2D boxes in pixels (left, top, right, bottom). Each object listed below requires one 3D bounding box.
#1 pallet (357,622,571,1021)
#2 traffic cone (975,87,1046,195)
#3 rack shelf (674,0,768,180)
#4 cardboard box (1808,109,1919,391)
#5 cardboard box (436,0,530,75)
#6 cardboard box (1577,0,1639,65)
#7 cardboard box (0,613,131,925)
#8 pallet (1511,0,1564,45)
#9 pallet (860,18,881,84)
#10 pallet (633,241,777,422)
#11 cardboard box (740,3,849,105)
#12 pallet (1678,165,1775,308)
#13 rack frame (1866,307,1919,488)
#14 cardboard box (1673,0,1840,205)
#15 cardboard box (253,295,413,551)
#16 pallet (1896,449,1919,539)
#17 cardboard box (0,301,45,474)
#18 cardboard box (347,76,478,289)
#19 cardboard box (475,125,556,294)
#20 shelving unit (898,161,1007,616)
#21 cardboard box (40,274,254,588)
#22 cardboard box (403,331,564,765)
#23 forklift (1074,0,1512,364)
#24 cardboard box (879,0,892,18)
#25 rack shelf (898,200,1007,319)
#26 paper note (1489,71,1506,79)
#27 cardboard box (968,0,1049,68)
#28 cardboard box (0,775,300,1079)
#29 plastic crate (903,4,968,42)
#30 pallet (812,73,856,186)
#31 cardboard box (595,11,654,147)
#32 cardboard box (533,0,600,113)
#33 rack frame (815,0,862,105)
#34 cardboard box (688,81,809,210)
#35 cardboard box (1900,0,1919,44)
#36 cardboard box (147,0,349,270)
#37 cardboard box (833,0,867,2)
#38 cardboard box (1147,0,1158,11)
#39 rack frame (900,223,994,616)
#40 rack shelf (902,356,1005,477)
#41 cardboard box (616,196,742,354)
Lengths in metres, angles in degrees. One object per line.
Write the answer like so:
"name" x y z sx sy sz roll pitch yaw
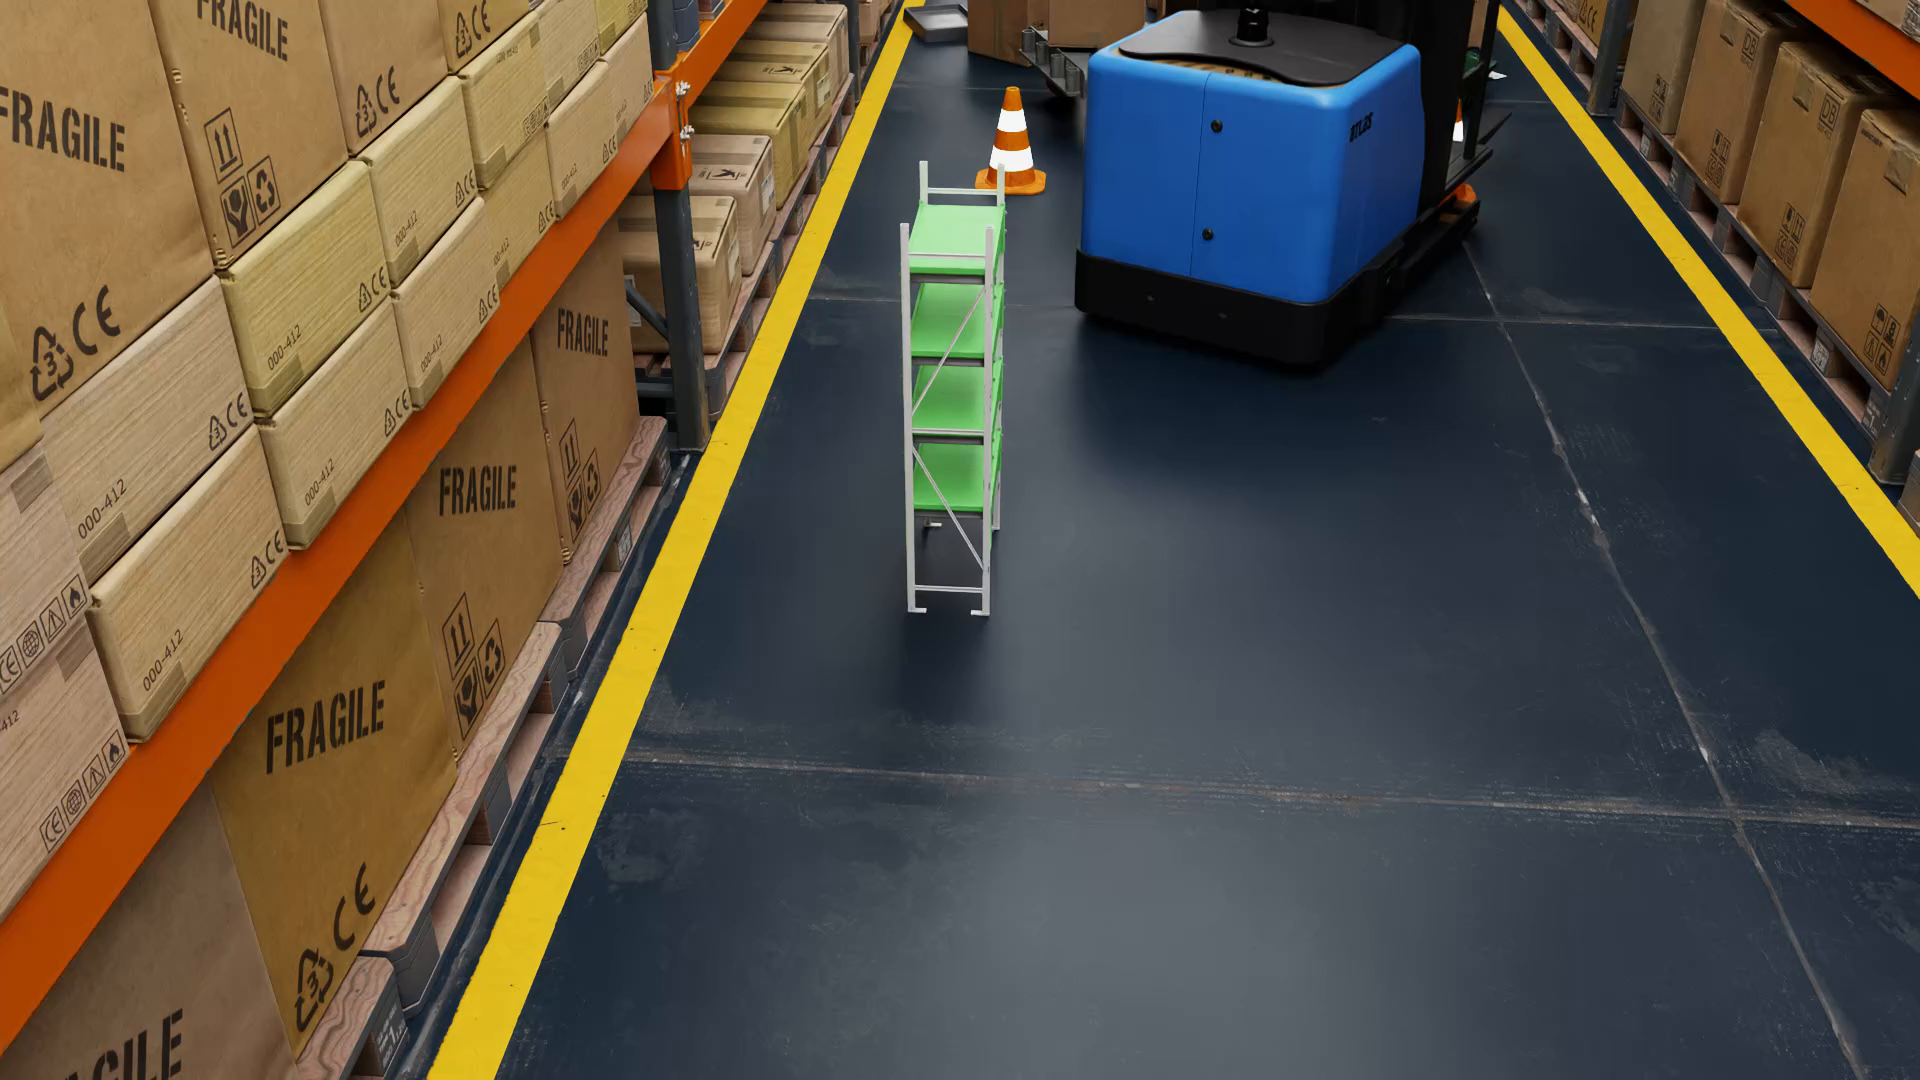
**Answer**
"pallet" -1.616 0.608 4.061 1.003 0.211 1.213 2 32 4
"traffic cone" 0.245 -1.927 7.936 0.336 0.463 0.334 2 32 4
"rack shelf" -1.212 -2.363 6.912 1.077 0.370 4.000 2 32 4
"cardboard box" 3.706 -1.001 5.759 1.050 0.750 0.750 2 32 3
"cardboard box" -1.237 -1.283 3.424 0.500 0.500 0.500 2 32 4
"cardboard box" 4.013 -3.157 9.139 0.875 0.875 0.875 3 32 5
"cardboard box" -1.402 0.313 2.026 0.500 0.250 0.500 2 32 3
"pallet" 4.129 -3.404 10.572 1.003 0.211 1.213 2 32 4
"pallet" -1.030 -2.881 9.724 1.003 0.211 1.213 2 32 4
"pallet" -1.310 -0.845 6.420 1.003 0.211 1.213 2 32 4
"cardboard box" -1.090 -2.501 8.554 0.950 0.372 0.625 3 32 5
"pallet" 3.808 -1.323 7.196 1.003 0.211 1.213 2 32 4
"rack frame" 3.567 -1.465 4.769 1.000 3.000 0.127 2 32 4
"cardboard box" 3.849 -1.945 7.291 1.050 0.750 0.750 2 32 4
"cardboard box" -1.304 -0.225 2.899 0.500 0.250 0.500 2 32 4
"pallet" 3.502 0.130 4.837 1.003 0.211 1.213 2 32 4
"cardboard box" -1.378 -0.218 1.697 0.500 0.500 0.500 3 32 5
"cardboard box" -1.263 -0.700 3.194 0.500 0.250 0.500 2 32 2
"cardboard box" -1.240 -0.754 3.758 0.500 0.250 0.500 2 32 3
"shelving unit" -0.013 -0.424 4.795 0.258 1.200 0.503 2 32 4
"cardboard box" -1.369 -0.173 2.338 0.500 0.250 0.500 3 32 5
"cardboard box" -1.591 -0.074 4.136 0.875 0.875 0.875 3 32 5
"forklift" 1.668 -2.634 6.731 1.130 2.935 3.031 18 36 27
"cardboard box" -0.700 -3.300 9.967 0.500 0.250 0.500 4 32 7
"rack shelf" -0.013 -0.778 4.576 0.258 0.148 0.480 2 32 4
"paper note" 3.045 -2.683 9.575 0.147 0.020 0.142 -20 37 -29
"cardboard box" 0.394 -3.155 9.890 0.500 0.500 0.500 27 41 37
"cardboard box" -1.730 0.866 2.611 0.875 0.875 0.875 3 32 6
"plastic crate" -0.104 -3.258 10.461 0.402 0.080 0.583 -8 33 -13
"pallet" -1.111 -2.121 8.491 1.003 0.211 1.213 2 32 4
"cardboard box" -1.157 -1.285 4.618 0.500 0.250 0.500 1 32 2
"cardboard box" -1.199 -1.240 4.070 0.500 0.250 0.500 2 32 3
"rack frame" -1.049 -3.715 8.420 1.000 3.000 0.127 2 32 4
"cardboard box" -1.200 -1.761 7.354 0.950 0.372 0.625 3 32 6
"cardboard box" 3.336 -1.755 5.143 0.500 0.500 0.500 2 32 4
"cardboard box" -1.321 -0.748 2.556 0.500 0.500 0.500 2 32 3
"cardboard box" -0.732 -3.340 9.316 0.500 0.500 0.500 4 32 6
"cardboard box" 1.657 -3.718 10.803 0.797 0.503 0.637 -20 37 -29
"rack frame" -0.033 -0.297 4.588 0.240 1.200 0.015 2 32 4
"rack shelf" -0.013 -0.370 4.828 0.258 0.148 0.480 2 32 4
"cardboard box" -1.319 -0.979 6.084 0.950 0.372 0.625 0 32 1
